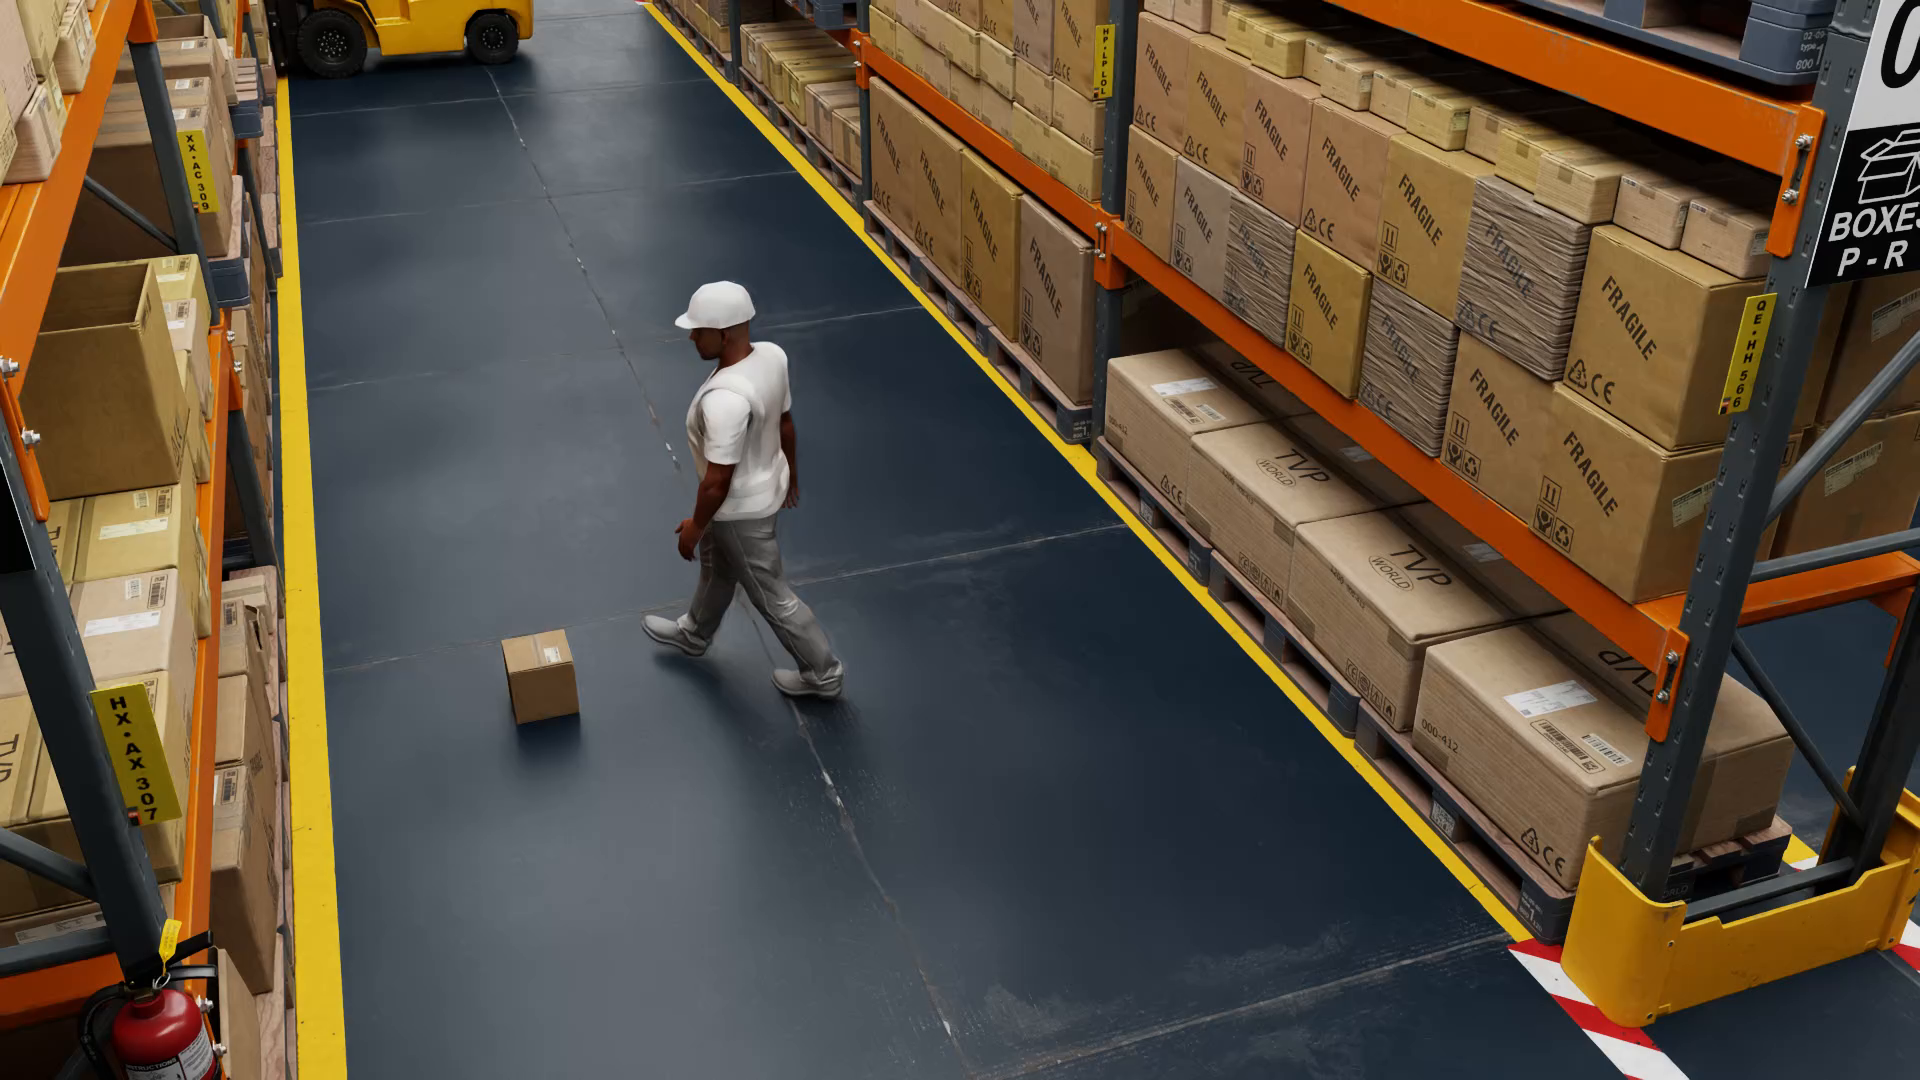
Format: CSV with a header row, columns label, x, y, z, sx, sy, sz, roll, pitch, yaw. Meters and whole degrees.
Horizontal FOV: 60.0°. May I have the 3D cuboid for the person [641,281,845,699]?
label,x,y,z,sx,sy,sz,roll,pitch,yaw
person,-0.914,-0.182,6.407,0.937,1.726,0.613,4,30,7
